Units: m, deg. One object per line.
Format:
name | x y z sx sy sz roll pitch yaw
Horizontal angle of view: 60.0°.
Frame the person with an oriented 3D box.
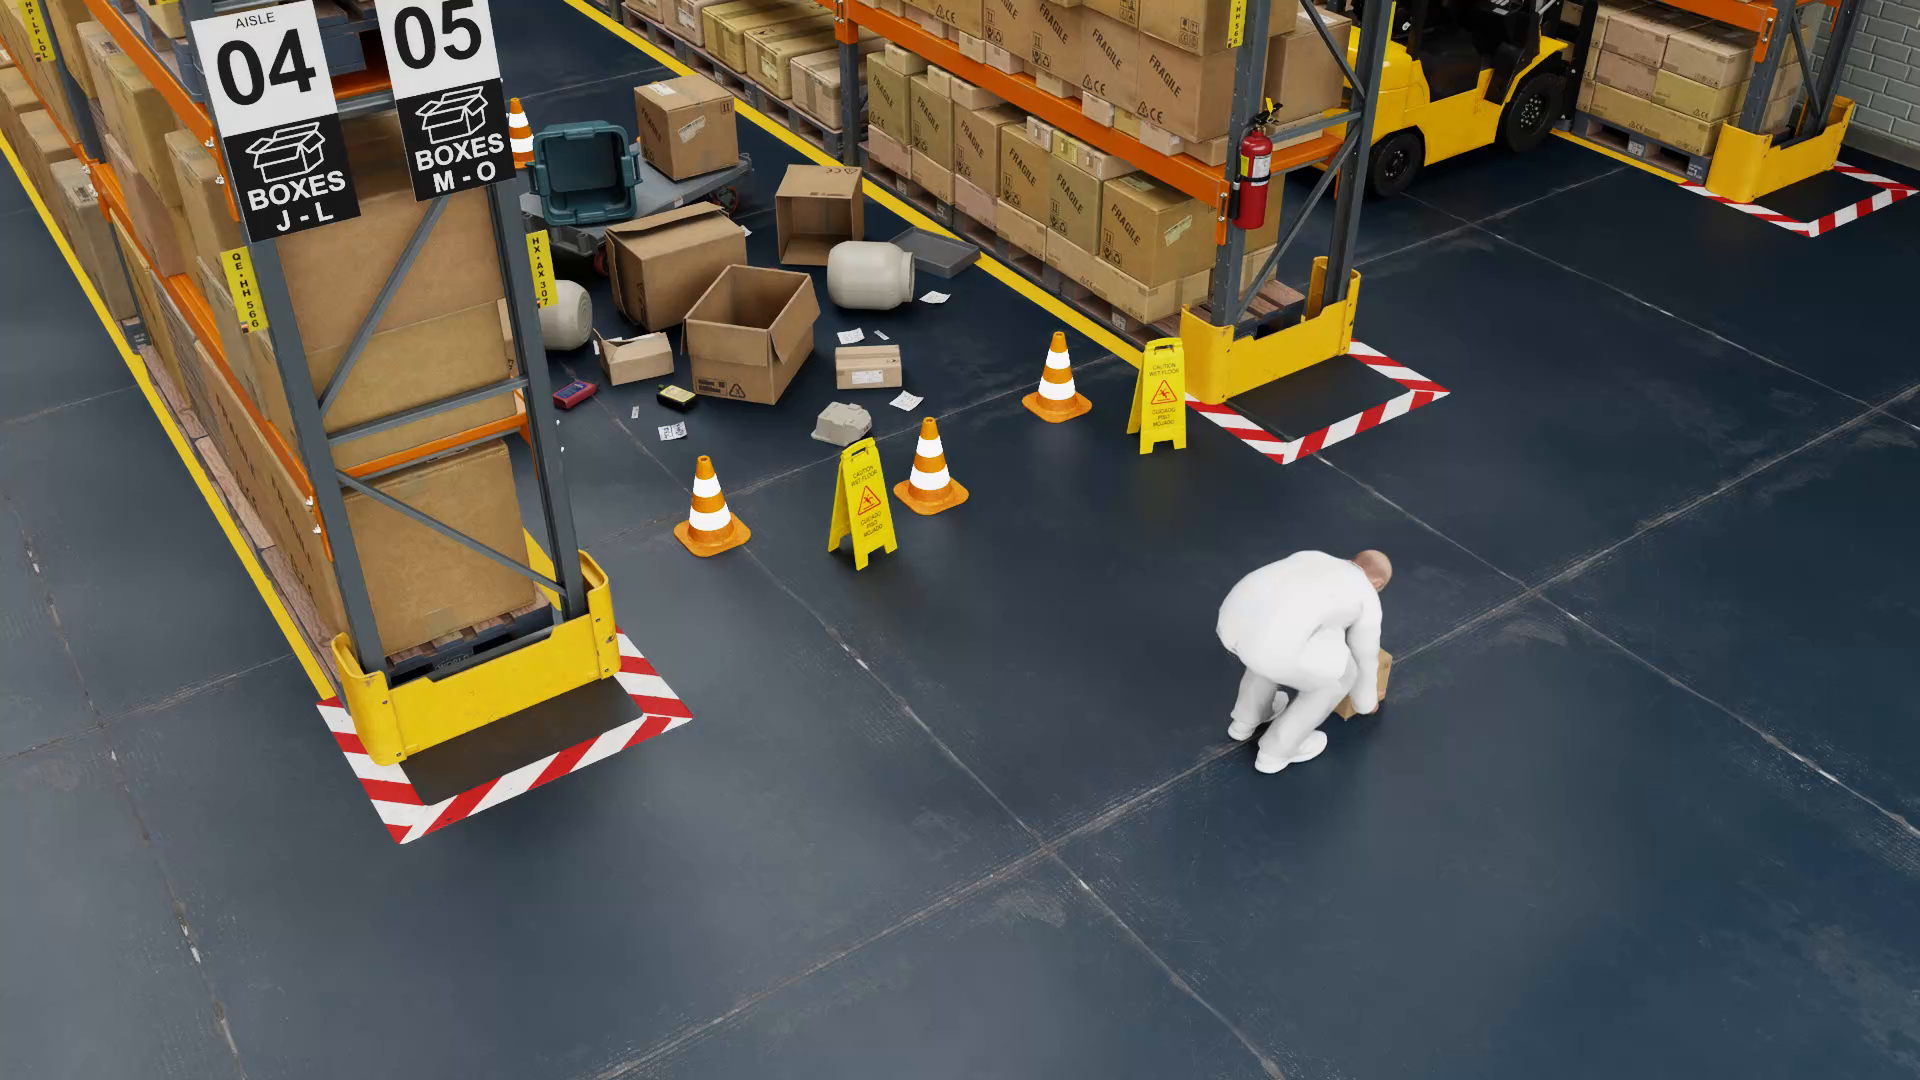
person | 1.486 0.455 7.122 0.949 0.934 0.587 -24 42 -30
